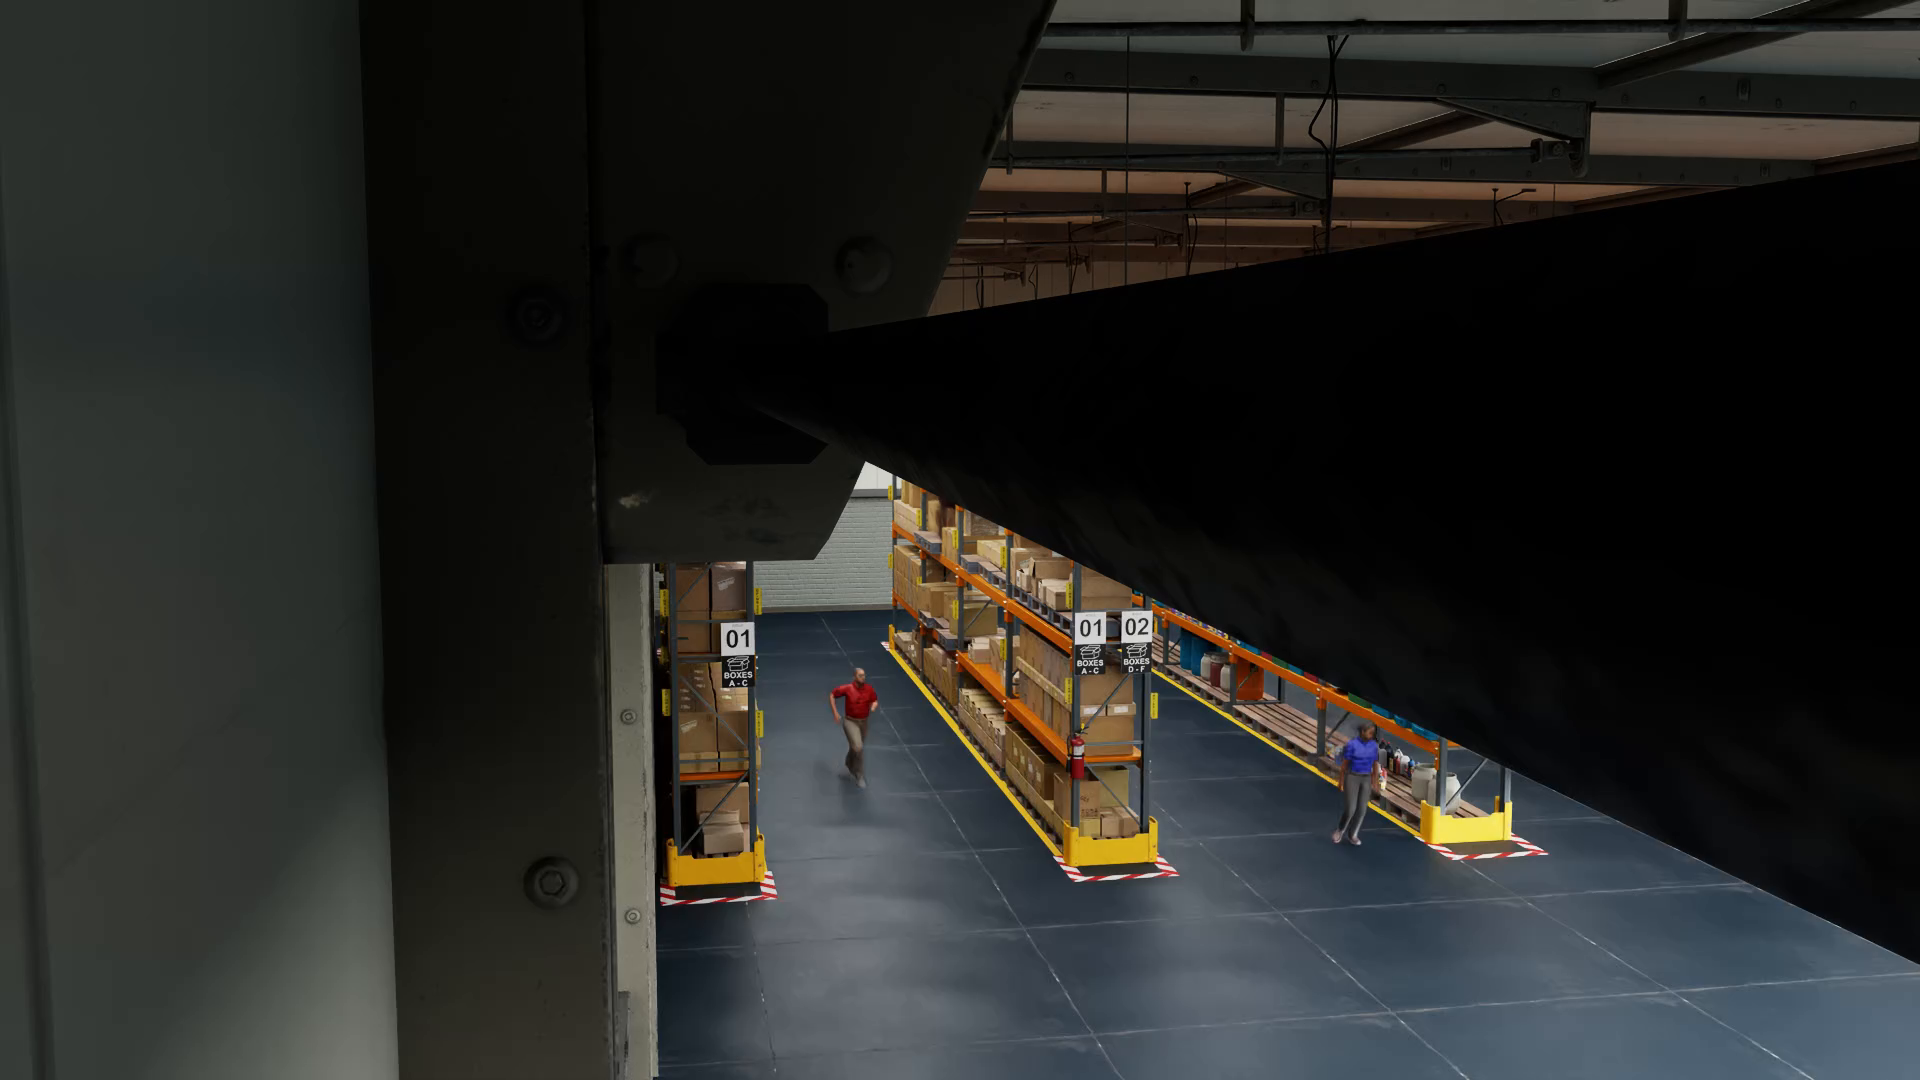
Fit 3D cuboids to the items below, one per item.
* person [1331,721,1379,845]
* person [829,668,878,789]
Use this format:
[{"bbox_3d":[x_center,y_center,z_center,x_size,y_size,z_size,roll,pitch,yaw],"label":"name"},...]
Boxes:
[{"bbox_3d":[5.167,3.154,21.685,0.584,1.637,0.422,-1,6,-13],"label":"person"},{"bbox_3d":[-1.587,2.792,24.940,0.699,1.787,0.906,-4,7,-33],"label":"person"}]
